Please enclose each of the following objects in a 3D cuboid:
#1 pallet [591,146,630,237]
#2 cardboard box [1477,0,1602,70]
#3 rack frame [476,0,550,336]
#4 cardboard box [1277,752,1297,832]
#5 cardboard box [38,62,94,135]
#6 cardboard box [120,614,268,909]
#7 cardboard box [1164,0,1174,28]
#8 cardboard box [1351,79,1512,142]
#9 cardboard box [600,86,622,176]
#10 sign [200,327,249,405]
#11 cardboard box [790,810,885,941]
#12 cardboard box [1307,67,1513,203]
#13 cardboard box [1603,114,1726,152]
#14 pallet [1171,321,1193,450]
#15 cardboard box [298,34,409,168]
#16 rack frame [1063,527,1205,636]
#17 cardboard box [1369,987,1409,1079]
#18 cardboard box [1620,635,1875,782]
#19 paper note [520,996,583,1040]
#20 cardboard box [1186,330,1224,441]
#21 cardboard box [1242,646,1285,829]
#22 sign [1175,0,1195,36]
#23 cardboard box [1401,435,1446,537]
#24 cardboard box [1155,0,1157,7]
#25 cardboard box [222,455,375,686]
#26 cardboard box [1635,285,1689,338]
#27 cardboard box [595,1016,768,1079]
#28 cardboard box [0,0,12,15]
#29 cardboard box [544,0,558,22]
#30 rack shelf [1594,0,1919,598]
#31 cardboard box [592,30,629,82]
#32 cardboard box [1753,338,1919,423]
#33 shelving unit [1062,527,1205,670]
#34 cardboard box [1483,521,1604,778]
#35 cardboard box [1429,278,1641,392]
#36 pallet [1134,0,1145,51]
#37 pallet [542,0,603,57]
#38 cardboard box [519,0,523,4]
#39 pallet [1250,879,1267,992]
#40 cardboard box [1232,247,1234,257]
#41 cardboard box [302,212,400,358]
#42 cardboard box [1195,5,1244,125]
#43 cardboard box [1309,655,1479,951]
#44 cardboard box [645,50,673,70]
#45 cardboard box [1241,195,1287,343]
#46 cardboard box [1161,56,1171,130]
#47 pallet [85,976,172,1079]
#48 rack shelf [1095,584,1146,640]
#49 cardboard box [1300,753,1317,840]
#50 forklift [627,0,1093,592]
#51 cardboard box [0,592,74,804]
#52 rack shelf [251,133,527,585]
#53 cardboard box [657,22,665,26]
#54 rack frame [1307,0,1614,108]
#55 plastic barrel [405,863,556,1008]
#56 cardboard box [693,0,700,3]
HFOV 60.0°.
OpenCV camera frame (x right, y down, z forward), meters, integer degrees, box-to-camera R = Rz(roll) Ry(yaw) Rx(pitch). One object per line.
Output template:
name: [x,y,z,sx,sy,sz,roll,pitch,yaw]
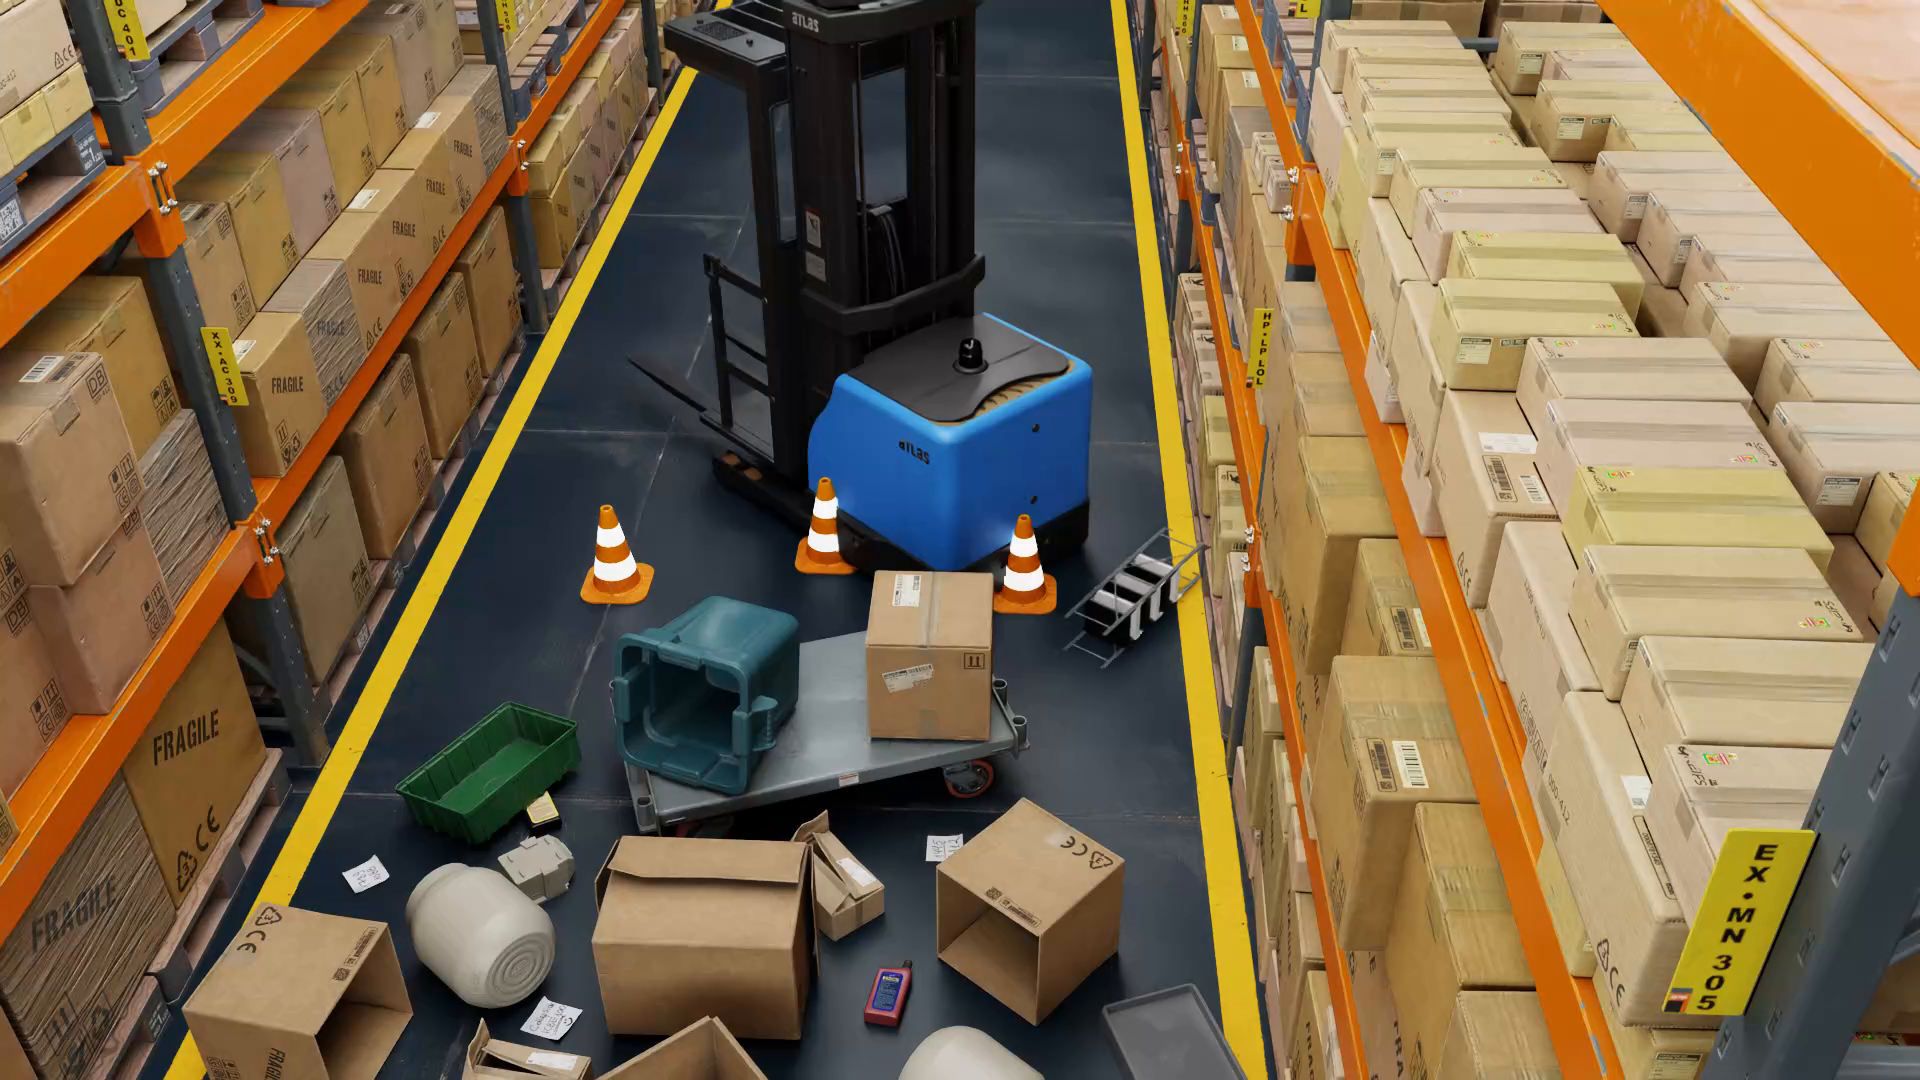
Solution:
pallet: [-3.041,-2.573,12.174,1.003,0.211,1.213,1,35,2]
cardboard box: [2.088,-1.876,5.913,0.500,0.250,0.500,0,35,1]
rack frame: [-3.126,-2.566,9.738,1.000,3.000,0.127,1,35,2]
cardboard box: [1.286,0.868,5.662,0.380,0.149,0.250,3,35,4]
cardboard box: [-2.982,-1.389,5.220,0.380,0.149,0.250,1,35,2]
cardboard box: [-3.382,0.789,6.447,0.875,0.875,0.875,2,35,3]
cardboard box: [1.607,-3.527,10.801,0.500,0.250,0.500,0,35,1]
cardboard box: [1.324,-1.188,4.693,0.380,0.149,0.250,0,35,0]
cardboard box: [-2.789,-2.993,12.155,0.500,0.500,0.500,1,35,1]
sign: [-2.732,-0.643,6.180,0.100,0.325,0.005,1,35,2]
cardboard box: [-0.514,1.325,6.579,0.258,0.266,0.396,-24,42,-30]
cardboard box: [1.372,-1.253,5.133,0.500,0.250,0.500,1,35,1]
cardboard box: [1.956,-1.025,4.461,0.380,0.149,0.250,2,35,3]
pallet: [1.791,-0.920,9.821,1.003,0.211,1.213,1,35,2]
cardboard box: [-3.191,-2.173,8.223,0.700,0.500,0.500,1,35,1]
rack frame: [0.854,0.189,8.052,0.240,0.006,0.900,24,42,30]
cardboard box: [1.274,1.318,3.866,0.500,0.500,0.500,1,35,2]
cardboard box: [1.270,0.287,2.595,0.380,0.149,0.250,2,35,3]
paper note: [-1.513,1.772,6.154,0.172,0.023,0.155,13,37,18]
cardboard box: [1.770,-0.858,9.228,0.950,0.372,0.625,1,35,1]
cardboard box: [1.370,0.767,6.369,0.500,0.500,0.500,3,35,4]
sign: [1.269,-2.995,9.341,0.100,0.325,0.005,1,35,2]
cardboard box: [1.255,-0.133,3.886,0.380,0.149,0.250,1,35,1]
cardboard box: [1.648,-3.909,11.779,0.500,0.250,0.500,1,35,2]
cardboard box: [-3.352,0.122,7.505,1.050,0.750,0.750,1,35,2]
cardboard box: [1.855,-0.364,3.868,0.500,0.250,0.500,2,35,3]
cardboard box: [-0.956,2.040,5.355,0.797,0.503,0.637,-24,42,-30]
cardboard box: [-2.993,-1.569,4.783,0.380,0.149,0.250,1,35,2]
cardboard box: [-2.867,-3.505,10.927,0.380,0.149,0.250,2,35,3]
rack shelf: [1.583,-1.222,3.236,1.077,0.370,4.000,1,35,2]
cardboard box: [-2.777,-3.592,12.354,0.500,0.250,0.500,3,35,4]
cardboard box: [1.878,-0.287,3.411,0.380,0.149,0.250,2,35,3]
shelving unit: [0.855,0.272,8.112,0.258,0.210,0.900,24,42,30]
cardboard box: [1.289,0.210,3.052,0.500,0.250,0.500,1,35,1]
cardboard box: [1.249,-0.447,3.640,0.380,0.149,0.250,2,35,3]
pallet: [2.140,-4.805,15.349,1.003,0.211,1.213,1,35,2]
pallet: [-3.087,-3.626,11.413,1.003,0.211,1.213,1,35,2]
cardboard box: [-2.891,-3.435,10.310,0.380,0.149,0.250,1,35,2]
pallet: [1.672,1.316,6.640,1.003,0.211,1.213,1,35,2]
cardboard box: [1.512,-1.469,8.031,0.380,0.149,0.250,2,35,3]
cardboard box: [-2.954,-1.182,7.682,0.500,0.500,0.500,1,35,2]
cardboard box: [1.575,-2.591,9.063,0.500,0.500,0.500,0,35,1]
cardboard box: [1.251,0.630,3.975,0.700,0.500,0.500,1,35,1]
cardboard box: [-2.630,-4.072,13.995,0.380,0.149,0.250,0,35,0]
cardboard box: [1.471,-1.102,6.944,0.500,0.500,0.500,2,35,2]
cardboard box: [2.040,-3.753,12.909,0.875,0.875,0.875,2,35,3]
pallet: [-3.442,2.011,5.651,1.003,0.211,1.213,1,35,2]
rack shelf: [0.766,0.341,8.018,0.258,0.200,0.077,24,42,30]
cardboard box: [1.270,0.799,5.168,0.380,0.149,0.250,1,35,2]
forklift: [-0.707,-1.601,8.425,1.130,2.935,3.031,-28,44,-34]
cardboard box: [-3.428,0.507,5.235,0.875,0.550,0.550,1,35,2]
rack shelf: [-3.206,-1.123,8.310,1.077,0.370,4.000,1,35,2]
cardboard box: [-2.710,-4.340,14.118,0.380,0.149,0.250,2,35,2]
rack frame: [1.664,-2.666,4.663,1.000,3.000,0.127,1,35,2]
plastic barrel: [-1.799,1.473,6.231,0.512,0.421,0.421,28,44,33]
cardboard box: [-2.599,-5.114,15.478,0.380,0.149,0.250,2,35,3]
